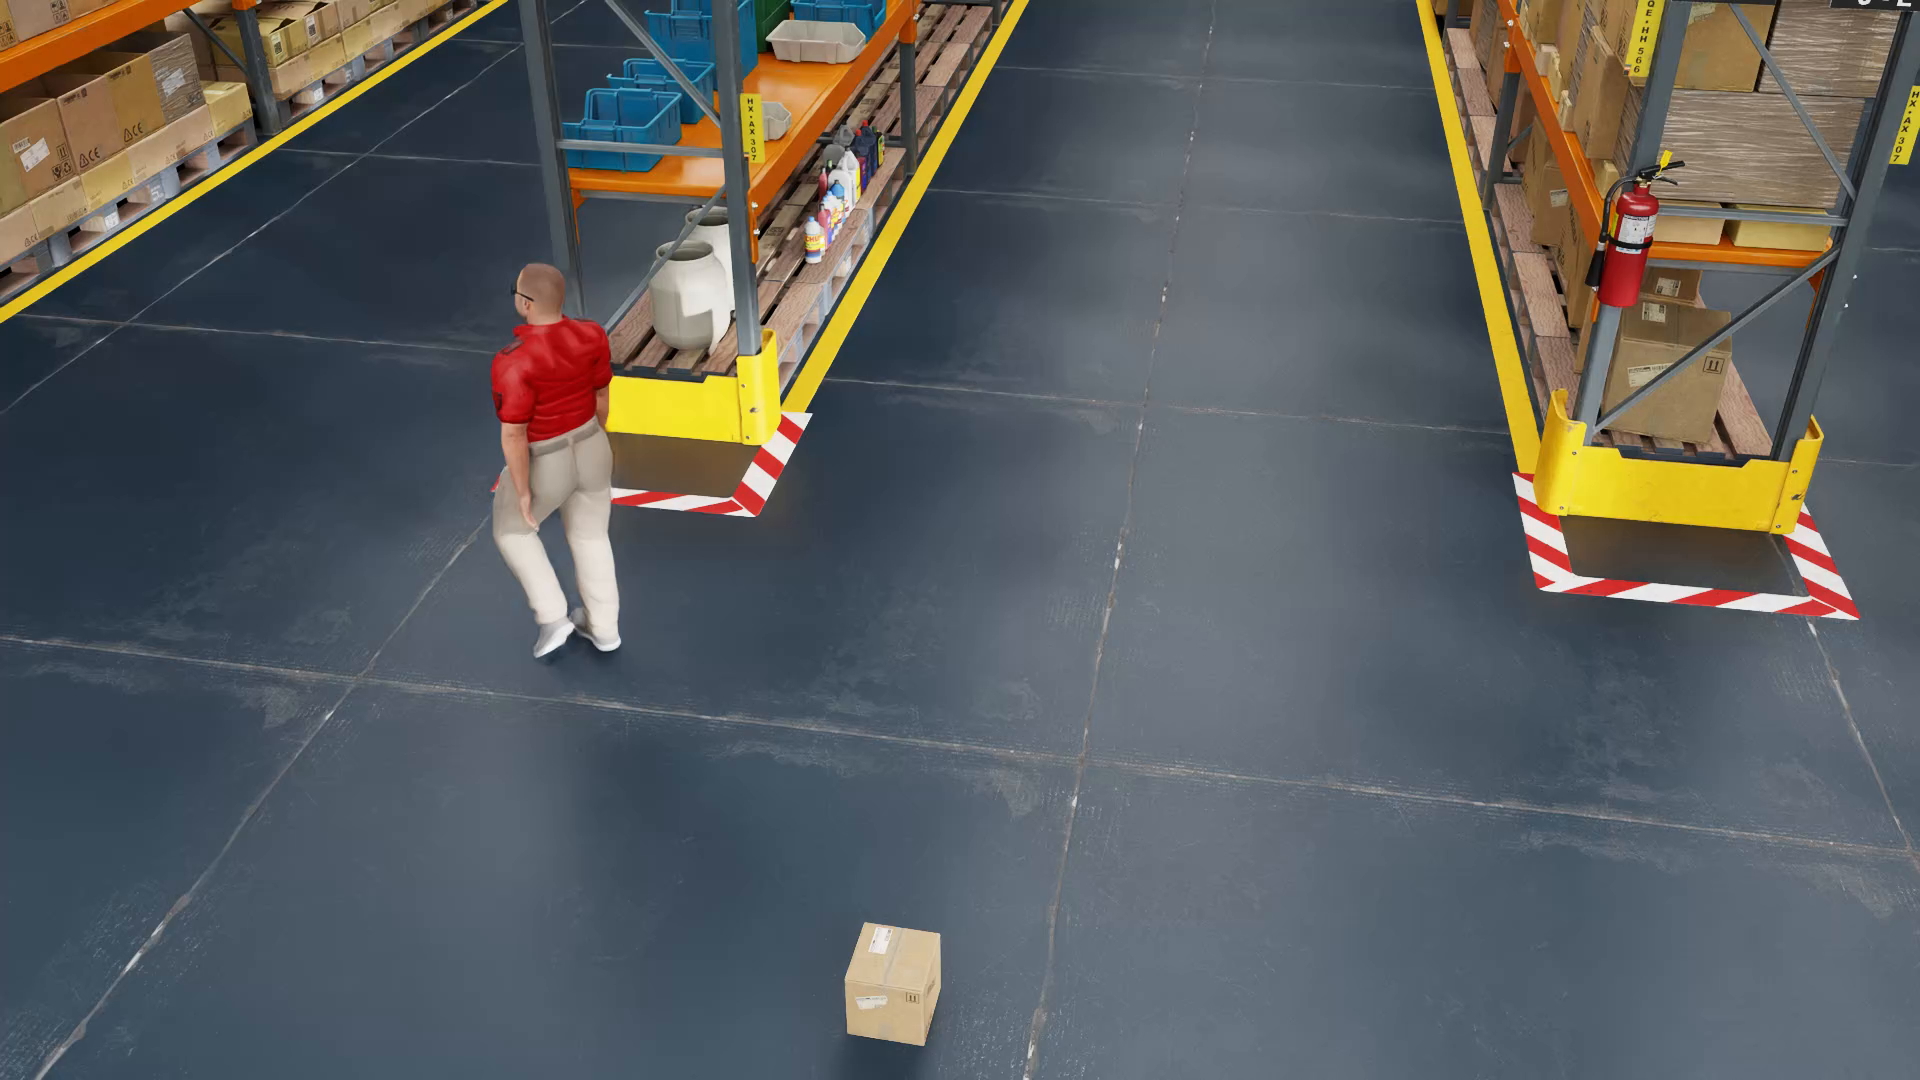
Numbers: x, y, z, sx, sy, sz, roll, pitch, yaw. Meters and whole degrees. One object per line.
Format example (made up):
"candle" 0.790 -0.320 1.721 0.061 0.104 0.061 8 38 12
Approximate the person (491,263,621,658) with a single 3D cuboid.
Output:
"person" -1.626 -0.299 6.636 0.538 1.769 0.463 -26 40 -35
